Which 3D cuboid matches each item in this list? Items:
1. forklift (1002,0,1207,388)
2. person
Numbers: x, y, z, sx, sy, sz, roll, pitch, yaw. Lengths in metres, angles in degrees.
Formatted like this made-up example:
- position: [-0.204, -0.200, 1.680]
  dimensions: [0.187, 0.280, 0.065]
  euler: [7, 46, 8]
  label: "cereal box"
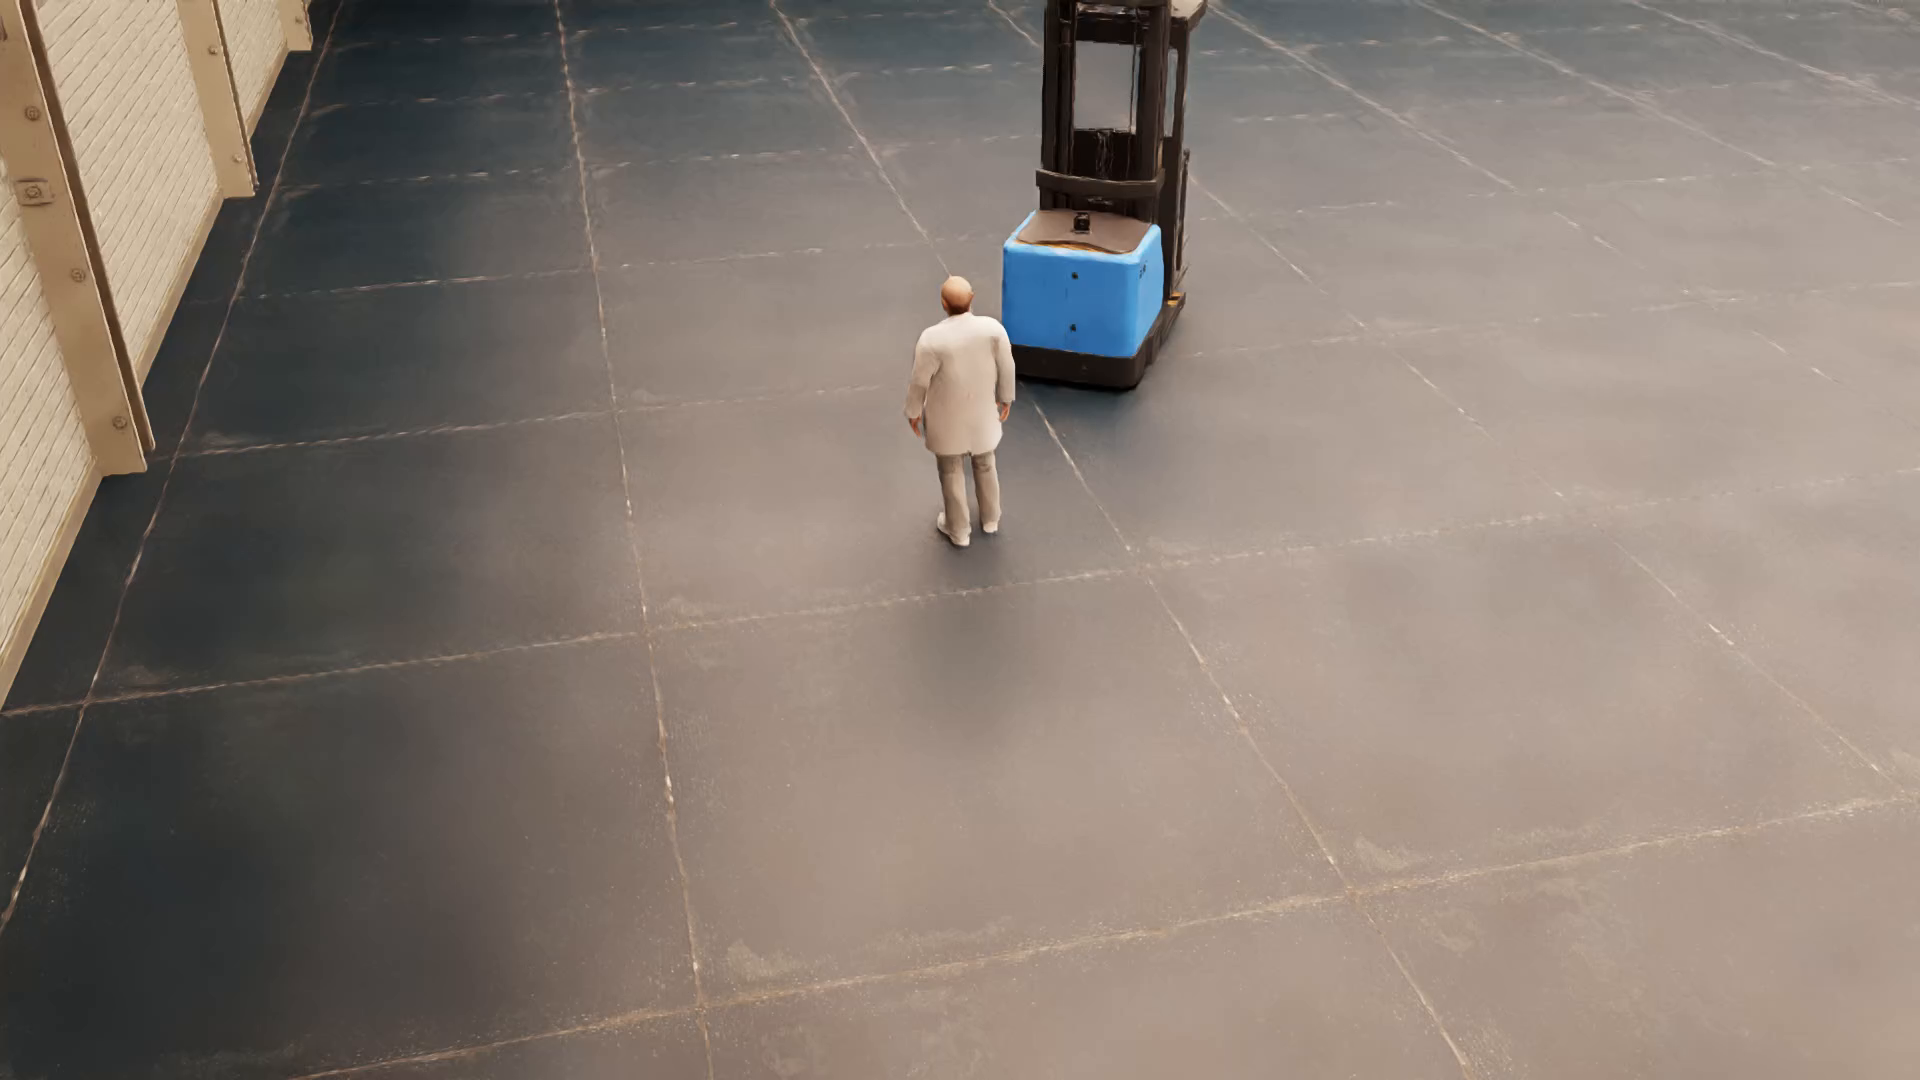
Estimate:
- position: [1.236, -3.121, 12.966]
  dimensions: [1.130, 2.935, 3.031]
  euler: [9, 31, 15]
  label: "forklift"
- position: [-0.017, -0.821, 10.128]
  dimensions: [0.694, 1.776, 0.579]
  euler: [-7, 31, -12]
  label: "person"
